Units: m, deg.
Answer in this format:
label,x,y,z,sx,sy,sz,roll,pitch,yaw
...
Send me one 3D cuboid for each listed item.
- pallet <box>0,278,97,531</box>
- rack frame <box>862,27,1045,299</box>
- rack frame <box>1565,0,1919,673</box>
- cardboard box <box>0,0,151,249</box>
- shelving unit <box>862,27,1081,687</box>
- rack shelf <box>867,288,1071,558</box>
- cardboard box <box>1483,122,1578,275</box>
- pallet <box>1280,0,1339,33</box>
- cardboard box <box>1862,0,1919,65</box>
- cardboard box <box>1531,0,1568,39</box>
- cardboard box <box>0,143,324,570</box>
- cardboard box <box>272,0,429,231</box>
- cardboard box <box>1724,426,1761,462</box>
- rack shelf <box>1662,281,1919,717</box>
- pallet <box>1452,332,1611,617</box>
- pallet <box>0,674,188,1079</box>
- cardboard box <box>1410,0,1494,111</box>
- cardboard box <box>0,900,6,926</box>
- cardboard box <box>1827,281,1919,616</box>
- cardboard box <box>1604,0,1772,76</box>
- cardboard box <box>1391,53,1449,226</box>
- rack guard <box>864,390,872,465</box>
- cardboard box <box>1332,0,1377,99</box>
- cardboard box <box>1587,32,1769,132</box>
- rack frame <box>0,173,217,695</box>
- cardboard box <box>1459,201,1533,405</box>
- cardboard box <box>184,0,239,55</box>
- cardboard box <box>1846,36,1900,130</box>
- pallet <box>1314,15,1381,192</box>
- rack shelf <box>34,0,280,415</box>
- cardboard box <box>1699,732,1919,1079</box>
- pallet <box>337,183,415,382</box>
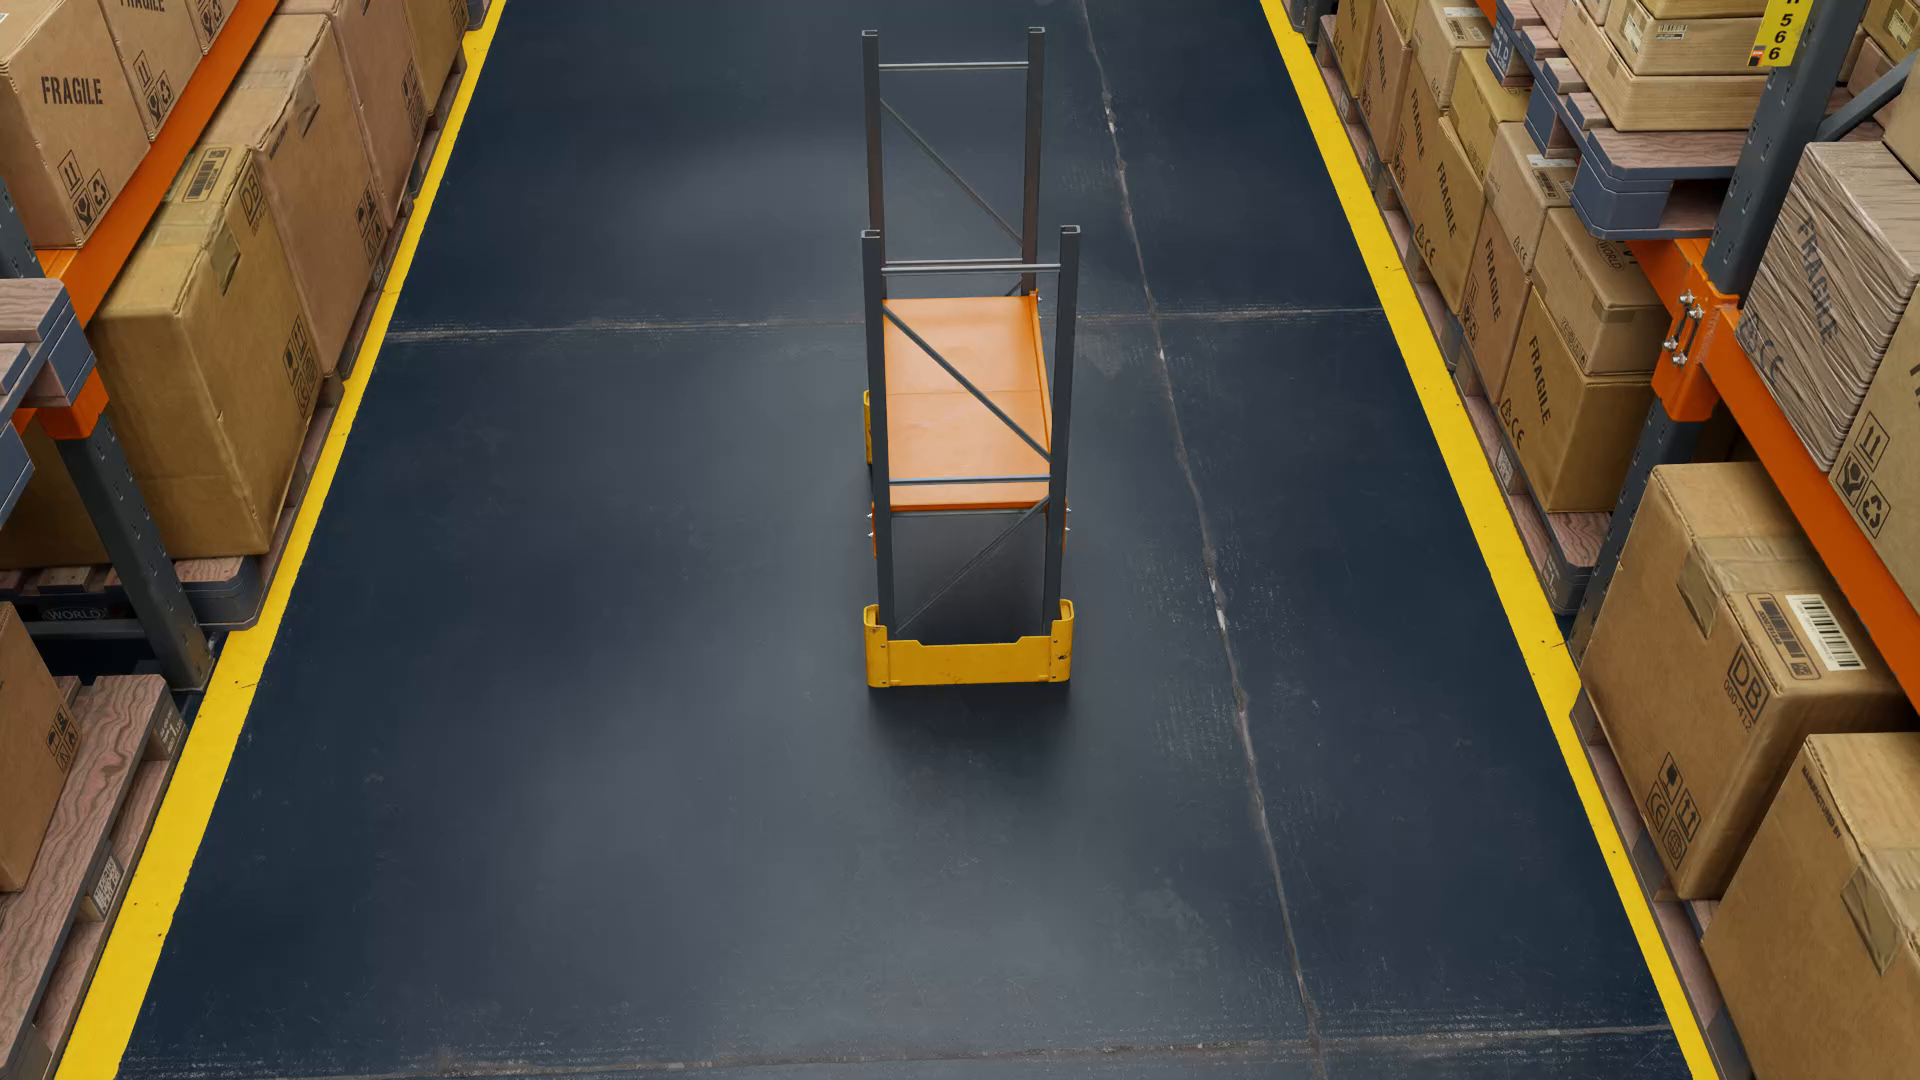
label,x,y,z,sx,sy,sz,roll,pitch,yaw
pallet,-2.533,-0.144,3.330,1.213,0.211,1.003,-2,43,-2
rack frame,-0.018,-0.838,5.055,0.500,1.500,0.032,-2,43,-2
rack frame,2.290,-0.767,3.867,1.000,3.000,0.127,-2,43,-2
cardboard box,-2.419,-1.066,4.119,0.500,0.500,0.500,0,43,-1
shelving unit,0.003,-0.501,4.687,0.587,1.500,1.083,-2,43,-2
rack shelf,0.004,-0.363,4.802,0.538,0.185,1.000,-2,43,-2
cardboard box,1.966,-1.072,5.184,0.500,0.250,0.500,-1,43,-1
pallet,2.056,-2.892,8.249,1.003,0.211,1.213,-2,43,-2
cardboard box,2.470,-1.271,4.072,0.380,0.149,0.250,0,43,0
cardboard box,1.789,-1.491,4.532,0.380,0.149,0.250,-1,43,-1
cardboard box,-2.679,-0.531,4.871,1.225,0.875,0.875,-3,43,-4
cardboard box,-2.754,-1.730,6.180,1.225,0.875,0.875,-3,43,-3
cardboard box,2.514,-0.486,5.099,0.500,0.500,0.500,-3,43,-4
rack shelf,2.375,0.848,2.637,1.077,0.370,4.000,-2,43,-2
pallet,2.258,-0.267,5.385,1.003,0.211,1.213,-2,43,-2
pallet,-2.638,0.862,4.153,1.003,0.211,1.213,-2,43,-2
cardboard box,1.930,-1.767,5.942,0.500,0.250,0.500,0,43,0
cardboard box,-2.585,0.892,3.581,0.700,0.500,0.500,-5,43,-5
cardboard box,2.063,-0.150,3.120,0.500,0.500,0.500,-2,43,-2
cardboard box,1.814,-1.260,4.059,0.380,0.149,0.250,-1,43,-1
cardboard box,1.946,-1.484,6.188,0.500,0.500,0.500,-1,43,-1
rack guard,-0.018,-0.377,5.476,0.587,0.250,0.087,-2,43,-2
cardboard box,1.886,-2.195,6.963,0.500,0.500,0.500,0,43,0
cardboard box,1.809,-1.149,4.159,0.380,0.149,0.250,-1,43,-1
rack frame,-2.670,-0.693,3.786,1.000,3.000,0.127,-2,43,-2
cardboard box,1.982,-0.788,5.429,0.500,0.500,0.500,0,43,0
cardboard box,-2.468,-1.760,4.876,0.500,0.500,0.500,-2,43,-3
cardboard box,2.472,-1.137,4.146,0.380,0.149,0.250,-2,43,-2
pallet,2.154,-1.914,7.182,1.003,0.211,1.213,-2,43,-2
rack shelf,-2.755,-1.778,5.502,1.077,0.370,4.000,-2,43,-2
cardboard box,2.266,0.911,3.390,1.050,0.750,0.750,-1,43,-1
pallet,-2.677,-1.021,6.208,1.003,0.211,1.213,-2,43,-2
